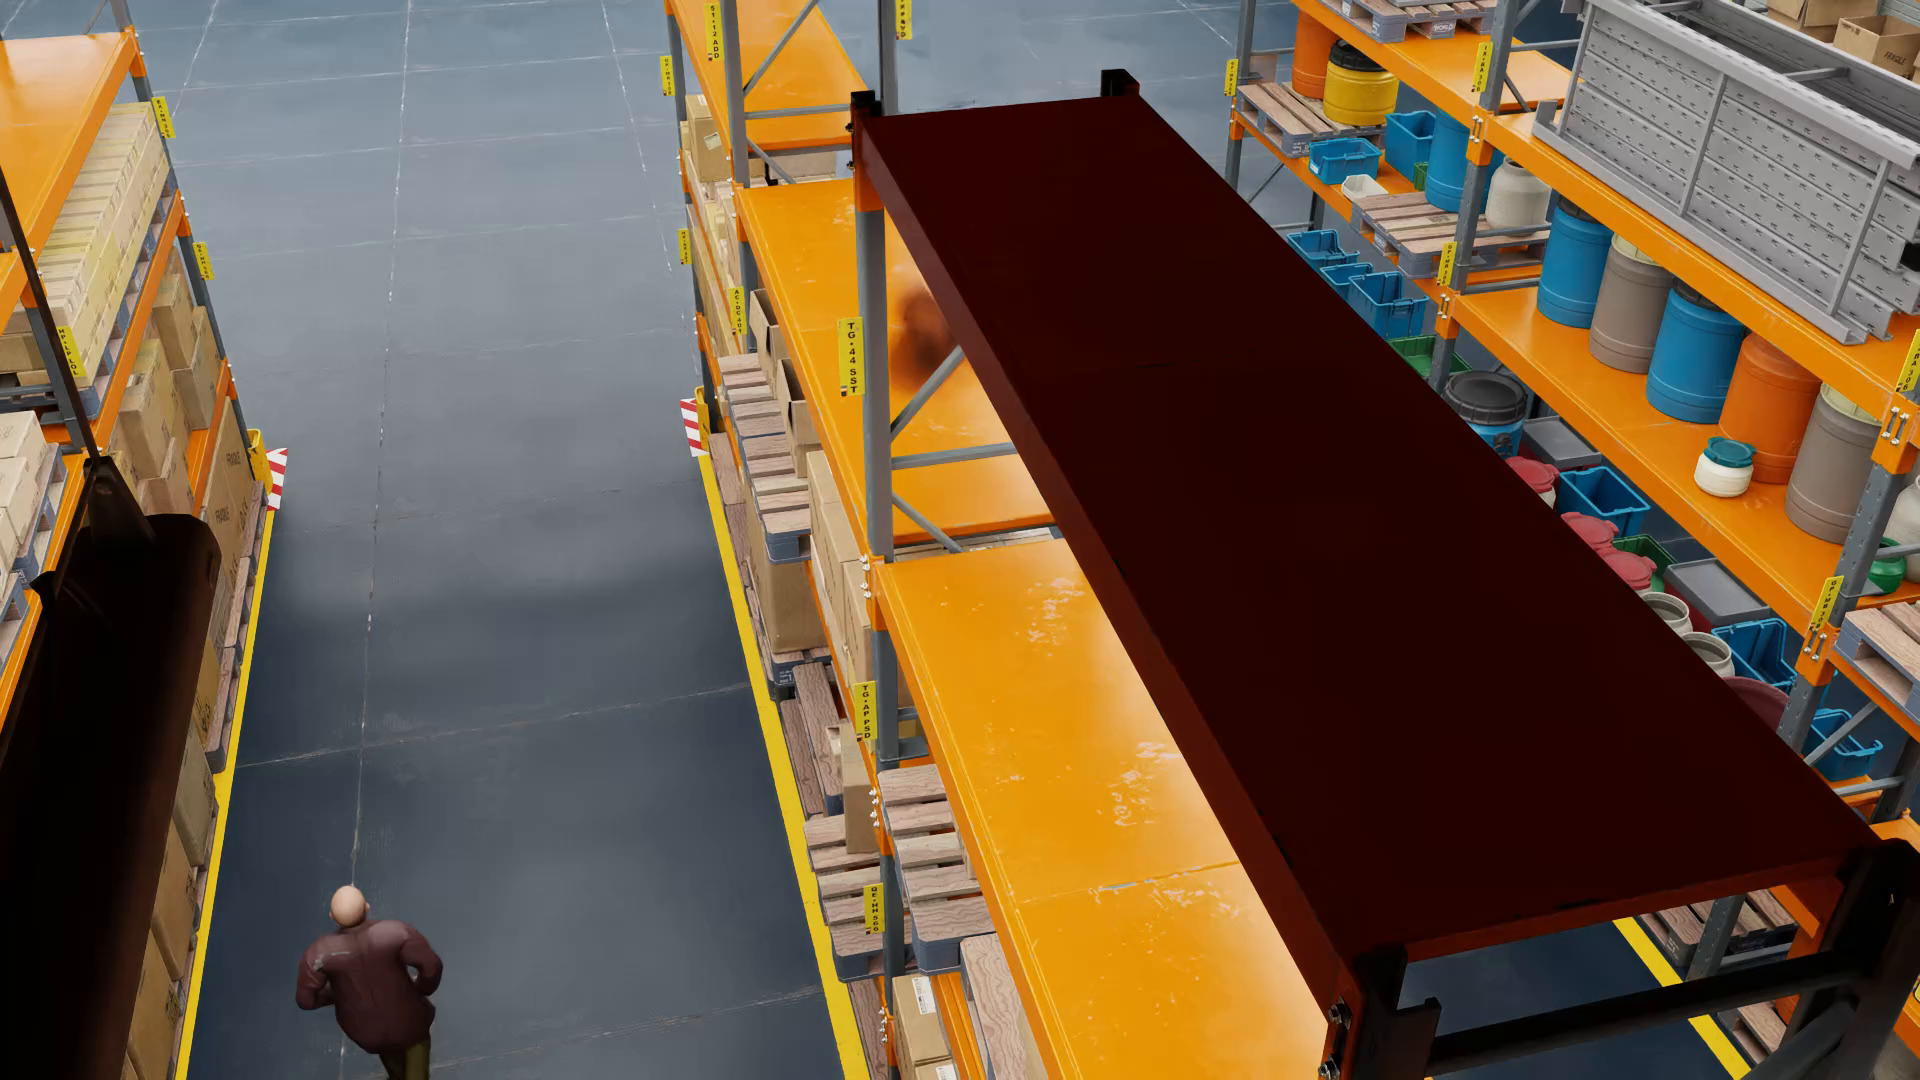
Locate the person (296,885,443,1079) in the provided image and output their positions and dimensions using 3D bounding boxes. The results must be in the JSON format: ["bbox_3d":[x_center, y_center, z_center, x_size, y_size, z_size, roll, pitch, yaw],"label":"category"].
[{"bbox_3d":[-3.077,2.583,8.879,0.735,1.657,0.680,-12,36,-17],"label":"person"}]
